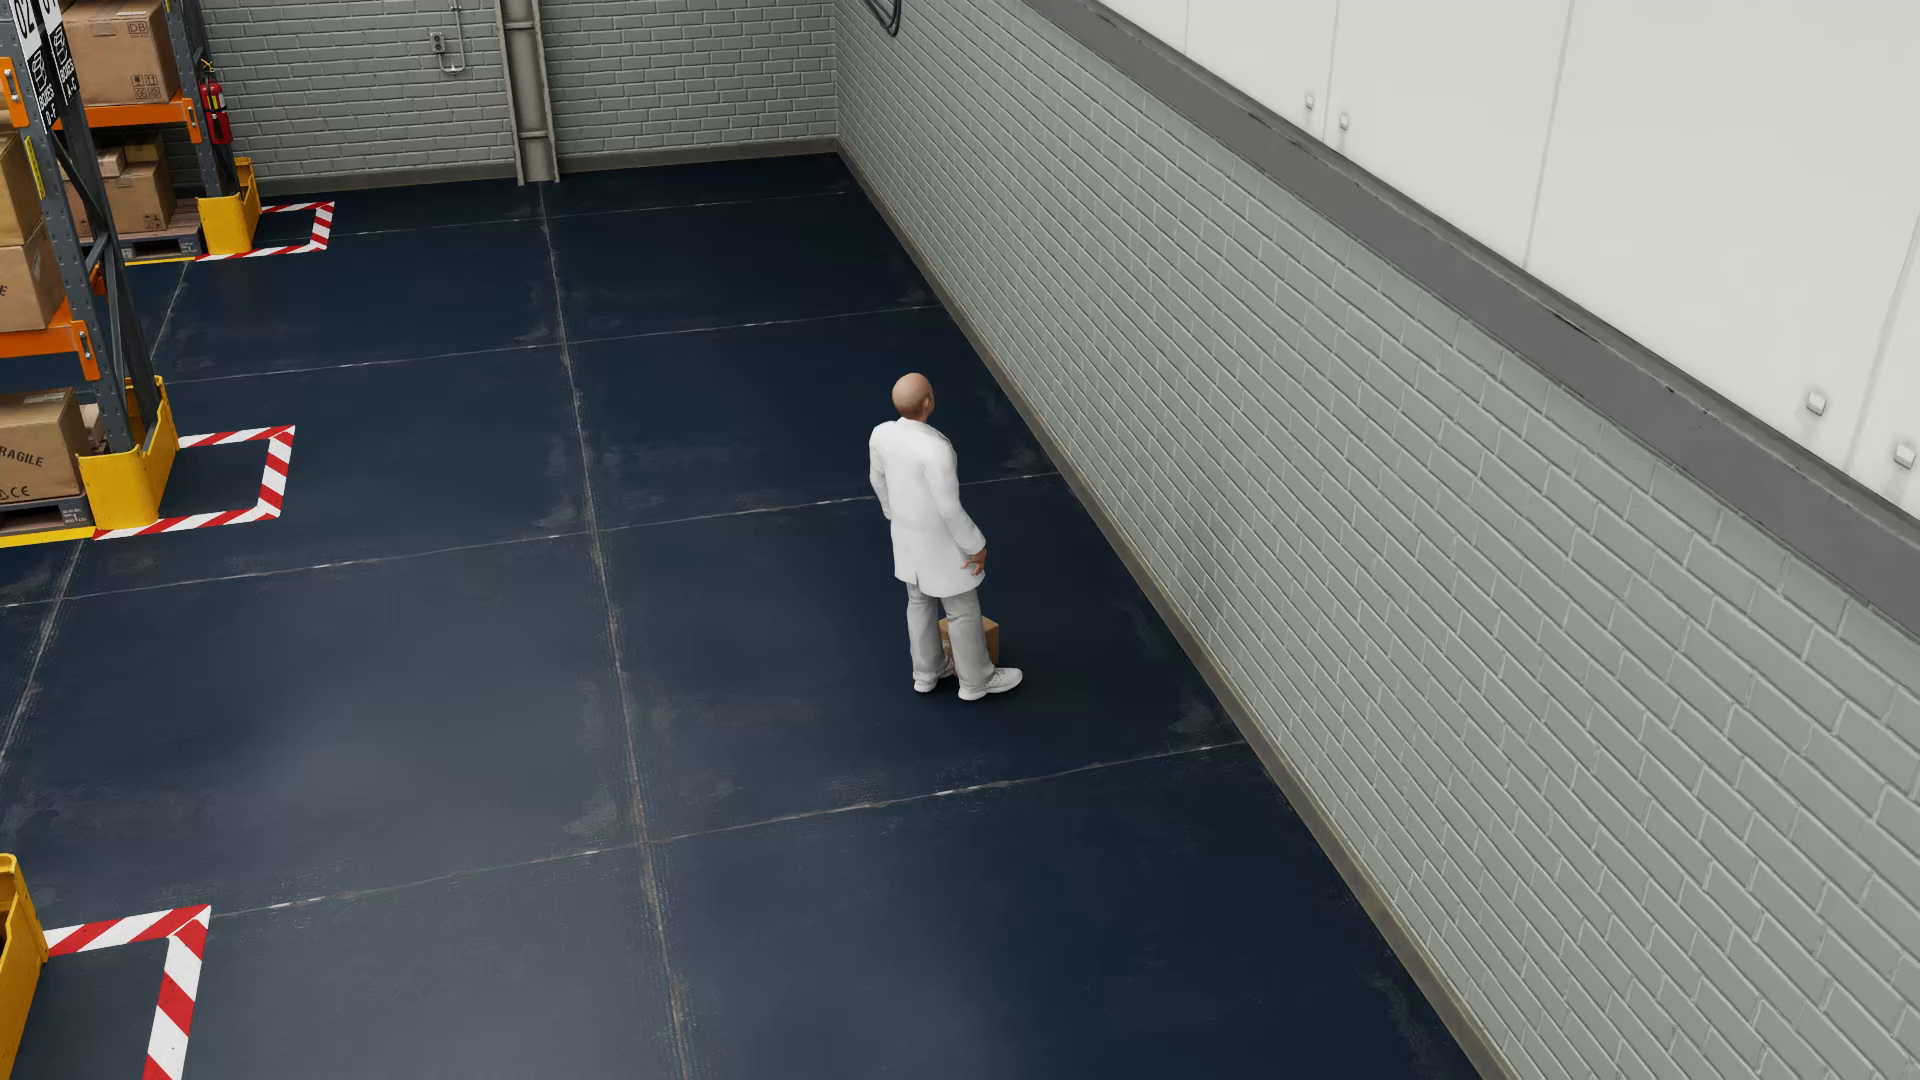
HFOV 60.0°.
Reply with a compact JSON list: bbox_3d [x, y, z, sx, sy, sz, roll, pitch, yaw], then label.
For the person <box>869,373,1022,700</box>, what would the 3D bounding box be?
[{"bbox_3d":[-0.082,-0.042,8.315,0.581,1.776,0.696,-26,39,-37],"label":"person"}]
